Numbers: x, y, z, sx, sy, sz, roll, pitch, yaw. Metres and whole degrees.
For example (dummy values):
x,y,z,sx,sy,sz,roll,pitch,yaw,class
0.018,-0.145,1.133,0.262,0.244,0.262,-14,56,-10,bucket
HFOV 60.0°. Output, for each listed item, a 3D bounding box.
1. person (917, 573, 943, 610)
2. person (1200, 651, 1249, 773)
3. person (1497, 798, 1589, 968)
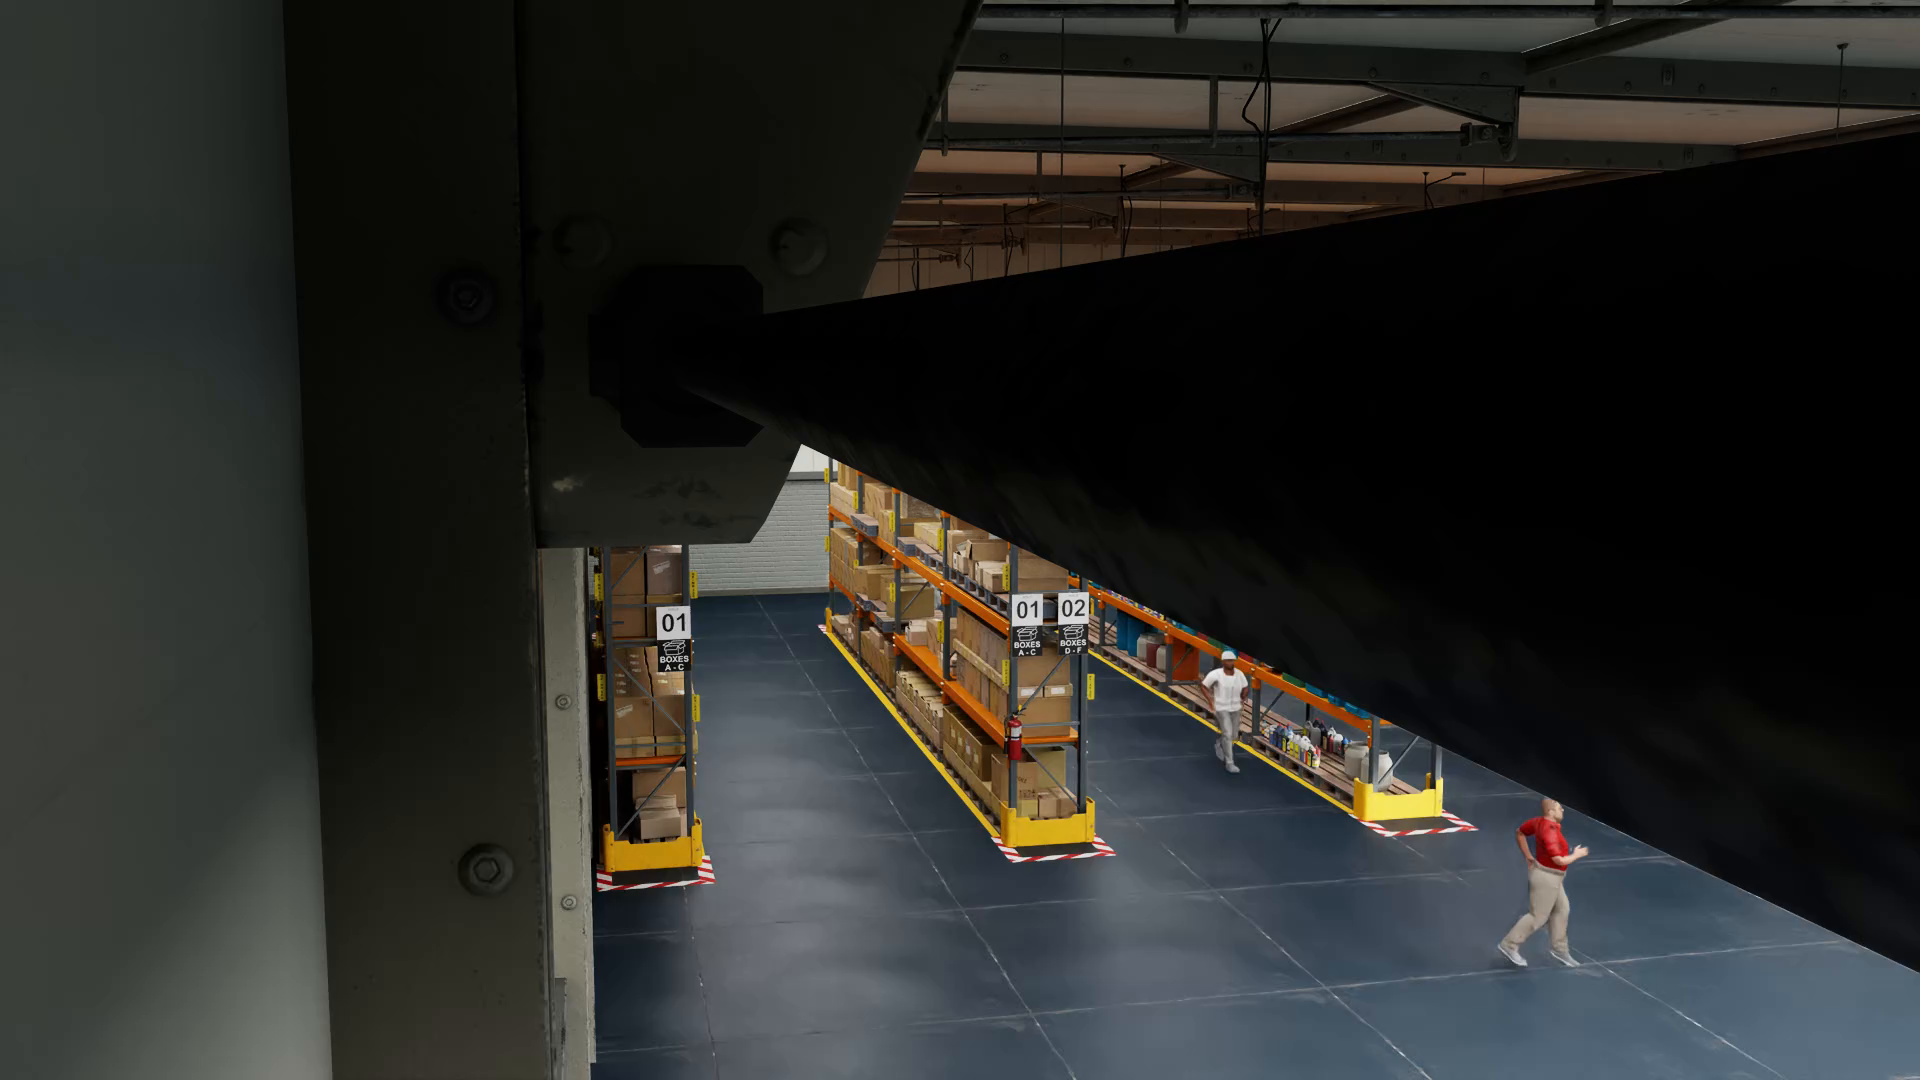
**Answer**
x,y,z,sx,sy,sz,roll,pitch,yaw,class
-0.714,1.077,37.221,0.607,1.686,0.733,6,9,43,person
3.954,2.501,24.581,0.722,1.757,0.835,-2,7,-20,person
5.893,3.481,16.815,0.848,1.792,0.664,1,7,11,person
